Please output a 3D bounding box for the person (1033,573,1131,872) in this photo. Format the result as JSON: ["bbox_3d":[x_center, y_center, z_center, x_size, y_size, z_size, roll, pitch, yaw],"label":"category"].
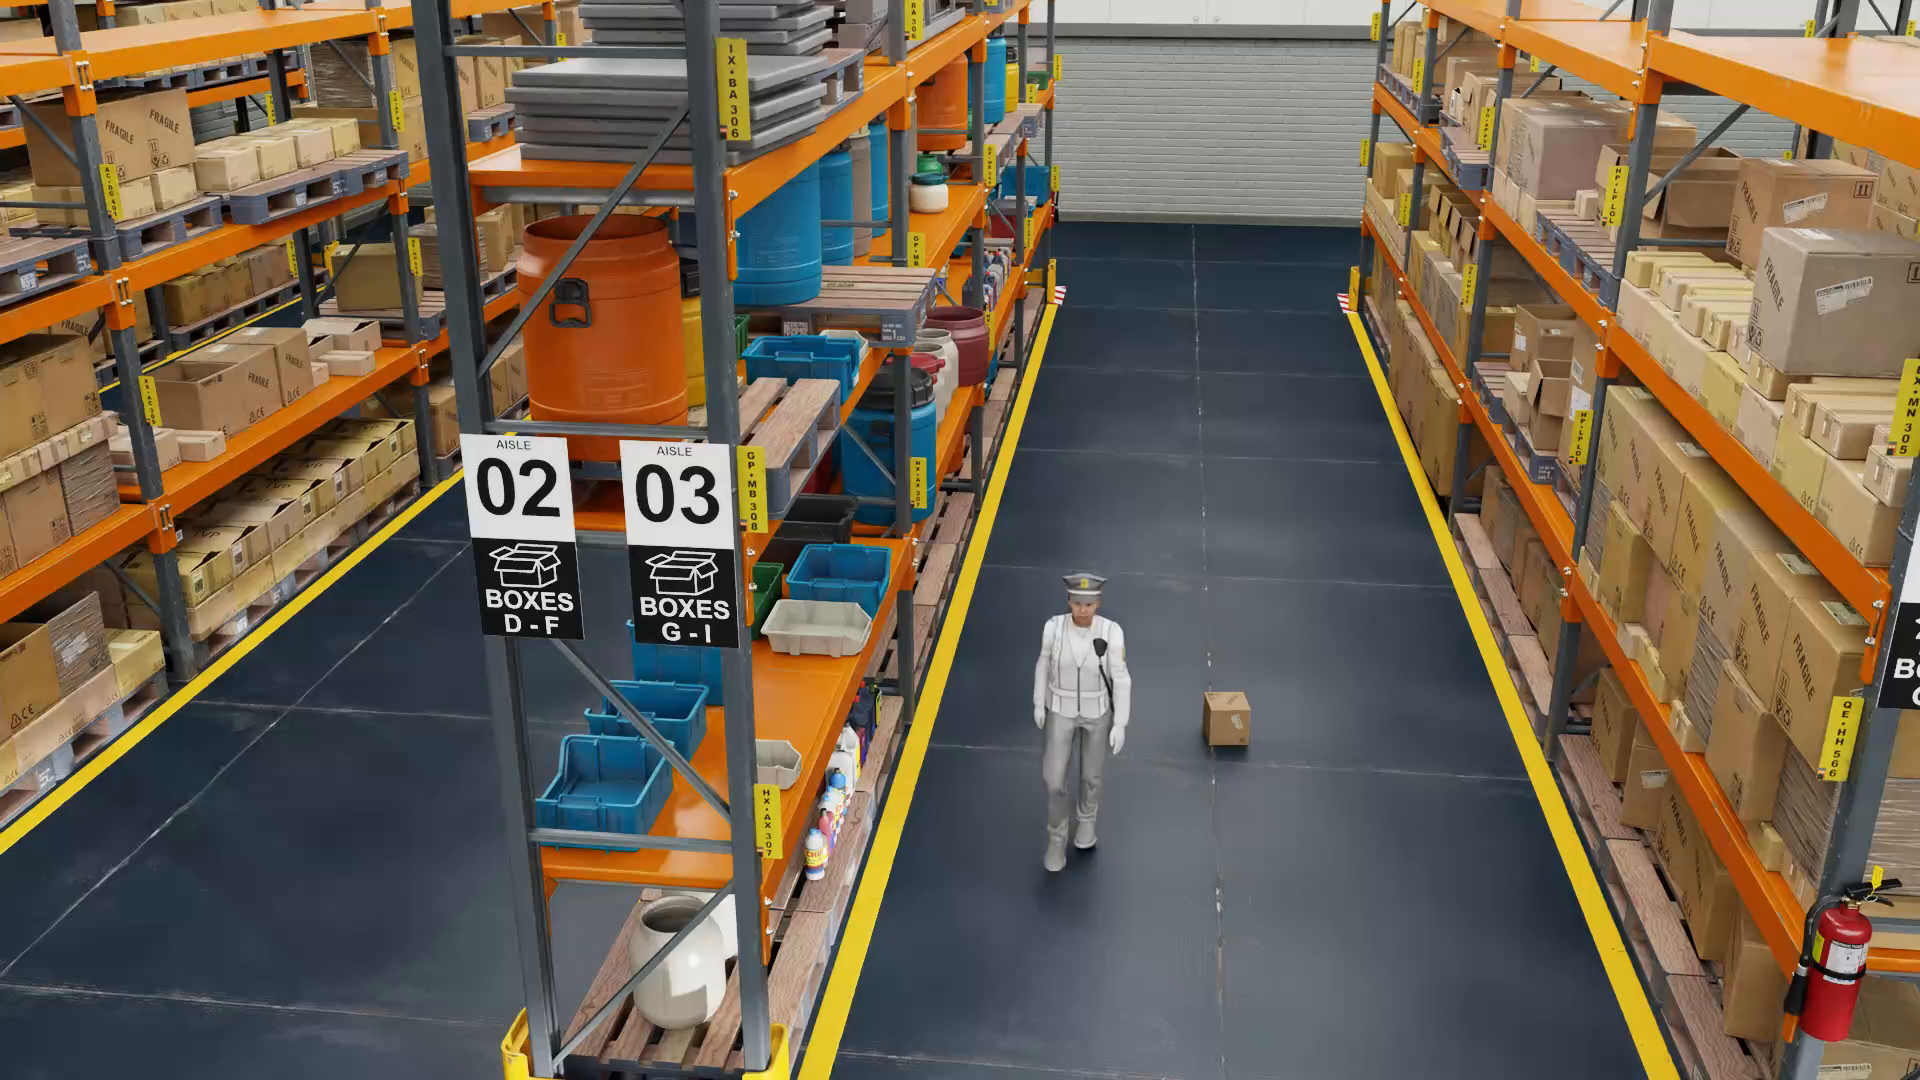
[{"bbox_3d":[0.653,0.970,8.990,0.527,1.747,0.523,2,21,5],"label":"person"}]
